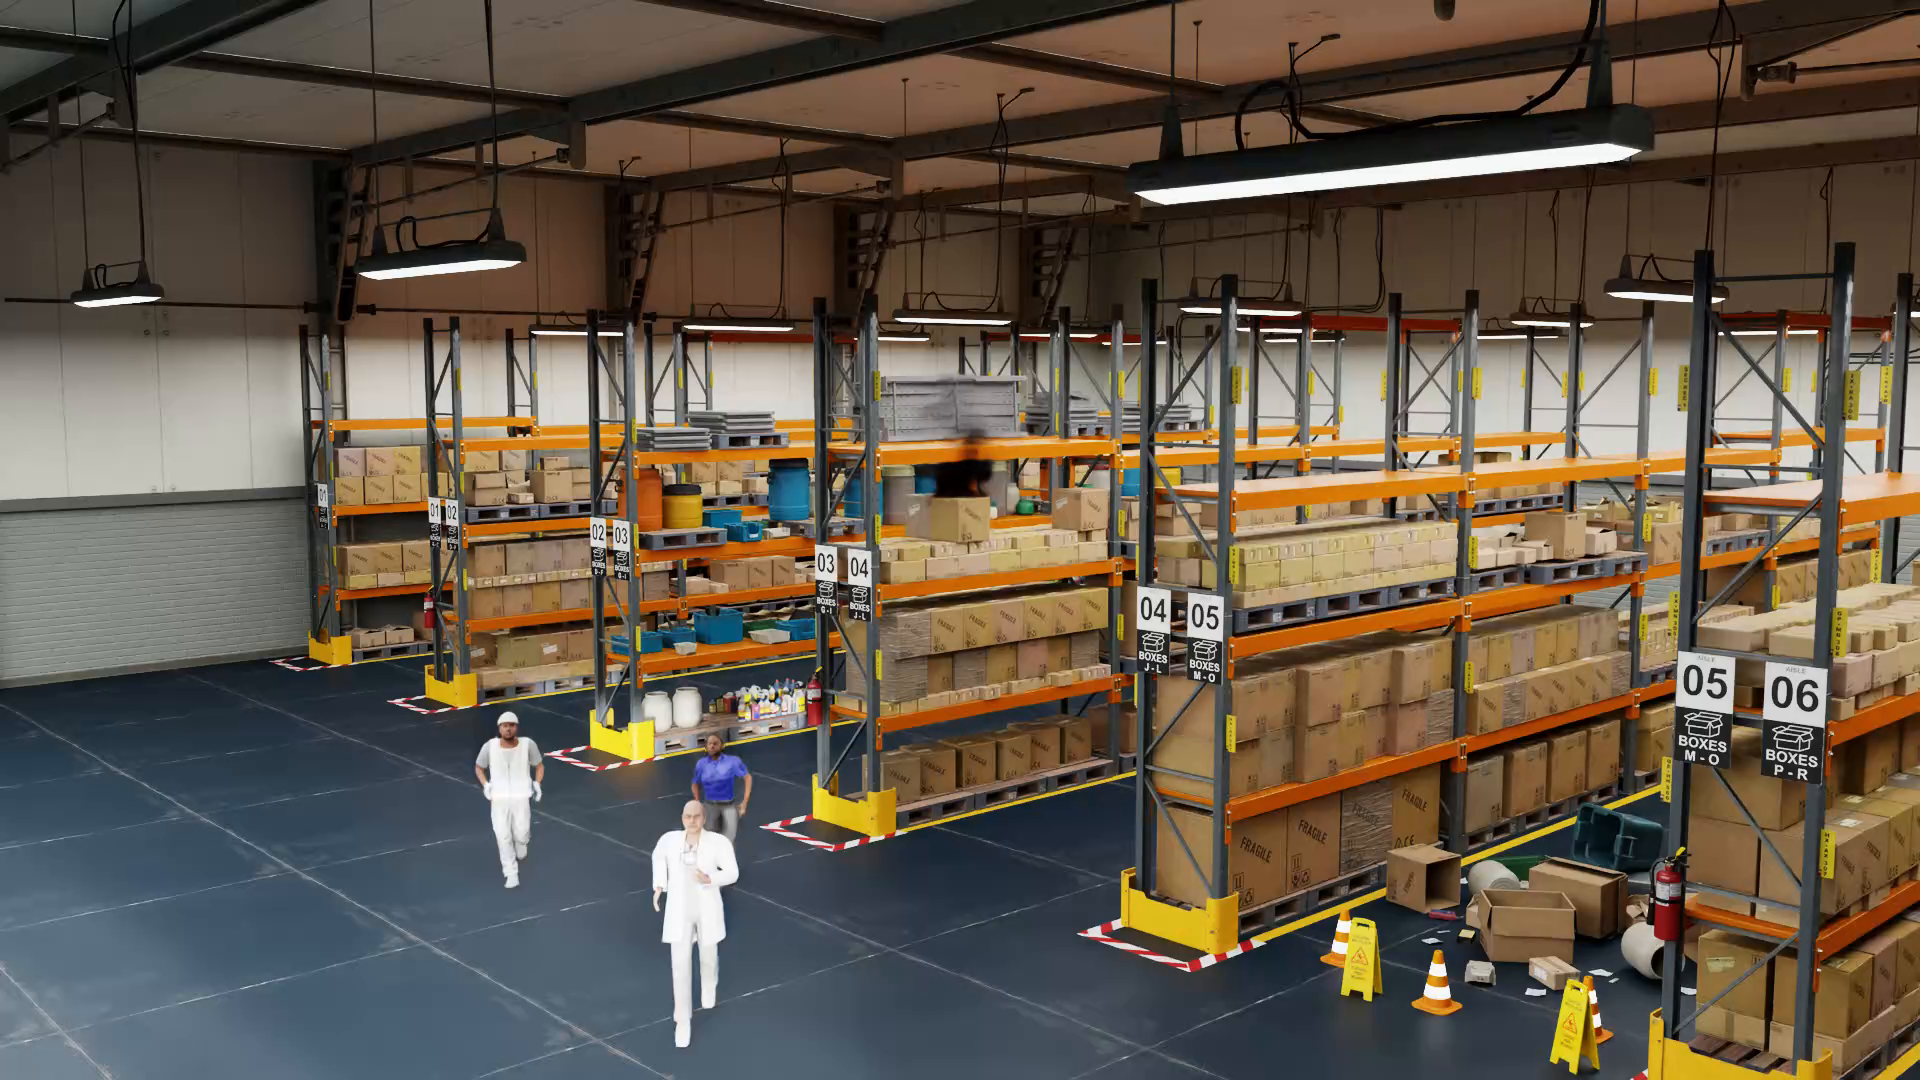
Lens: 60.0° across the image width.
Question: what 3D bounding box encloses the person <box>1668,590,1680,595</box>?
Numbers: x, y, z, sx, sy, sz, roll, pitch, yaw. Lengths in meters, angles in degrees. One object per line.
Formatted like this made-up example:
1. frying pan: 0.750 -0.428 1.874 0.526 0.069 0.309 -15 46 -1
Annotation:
1. person: 11.311 1.656 26.223 0.656 1.738 0.696 -4 7 -34

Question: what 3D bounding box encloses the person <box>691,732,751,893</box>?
1. person: -2.381 2.709 16.586 0.592 1.611 0.629 0 6 2

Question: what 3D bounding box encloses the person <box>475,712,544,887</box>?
1. person: -4.578 2.603 16.911 0.682 1.743 0.663 -1 6 -14

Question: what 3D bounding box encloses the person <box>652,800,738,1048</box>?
1. person: -2.088 3.038 13.100 0.696 1.578 1.038 0 6 -5
